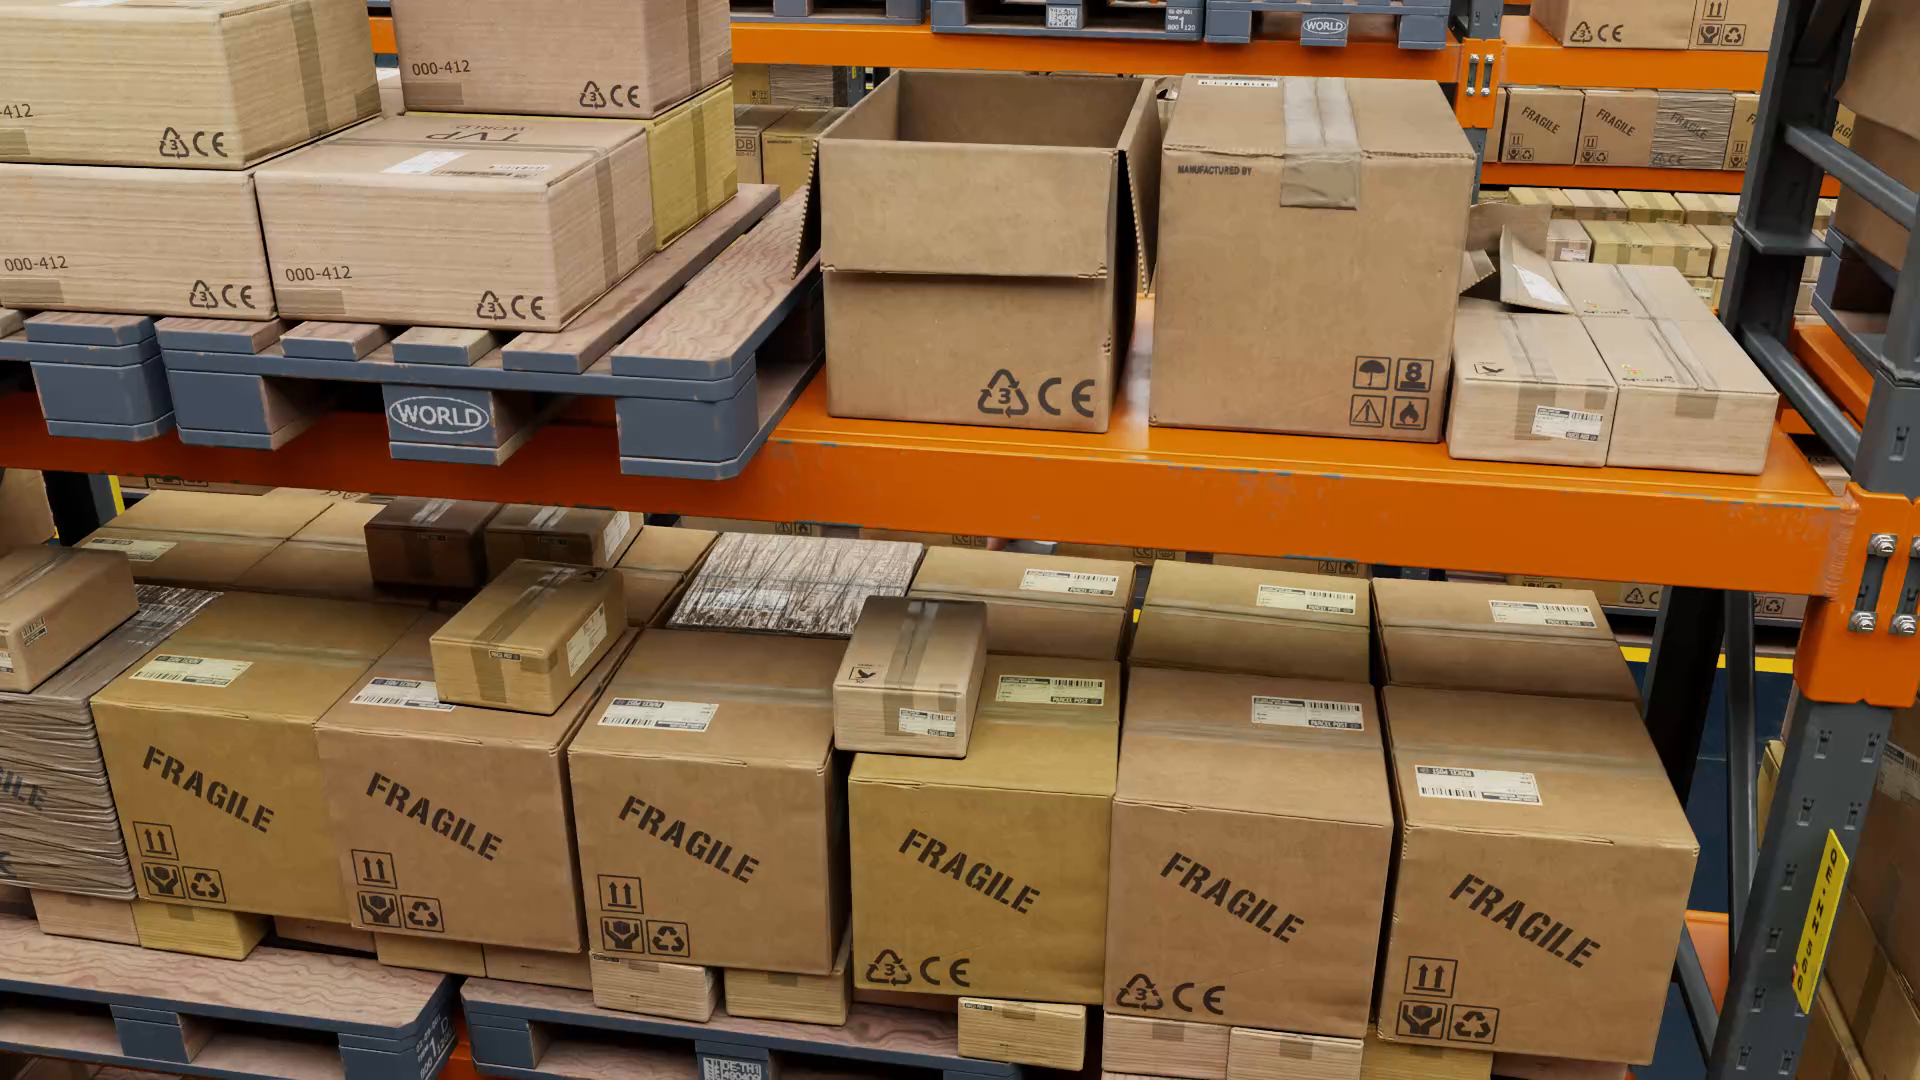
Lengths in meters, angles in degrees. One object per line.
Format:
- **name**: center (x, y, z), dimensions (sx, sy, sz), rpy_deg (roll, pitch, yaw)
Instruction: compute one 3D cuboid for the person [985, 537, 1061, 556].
- **person**: center (0.211, -0.089, 7.234), dimensions (0.575, 1.781, 0.640), rpy_deg (10, 26, 20)
